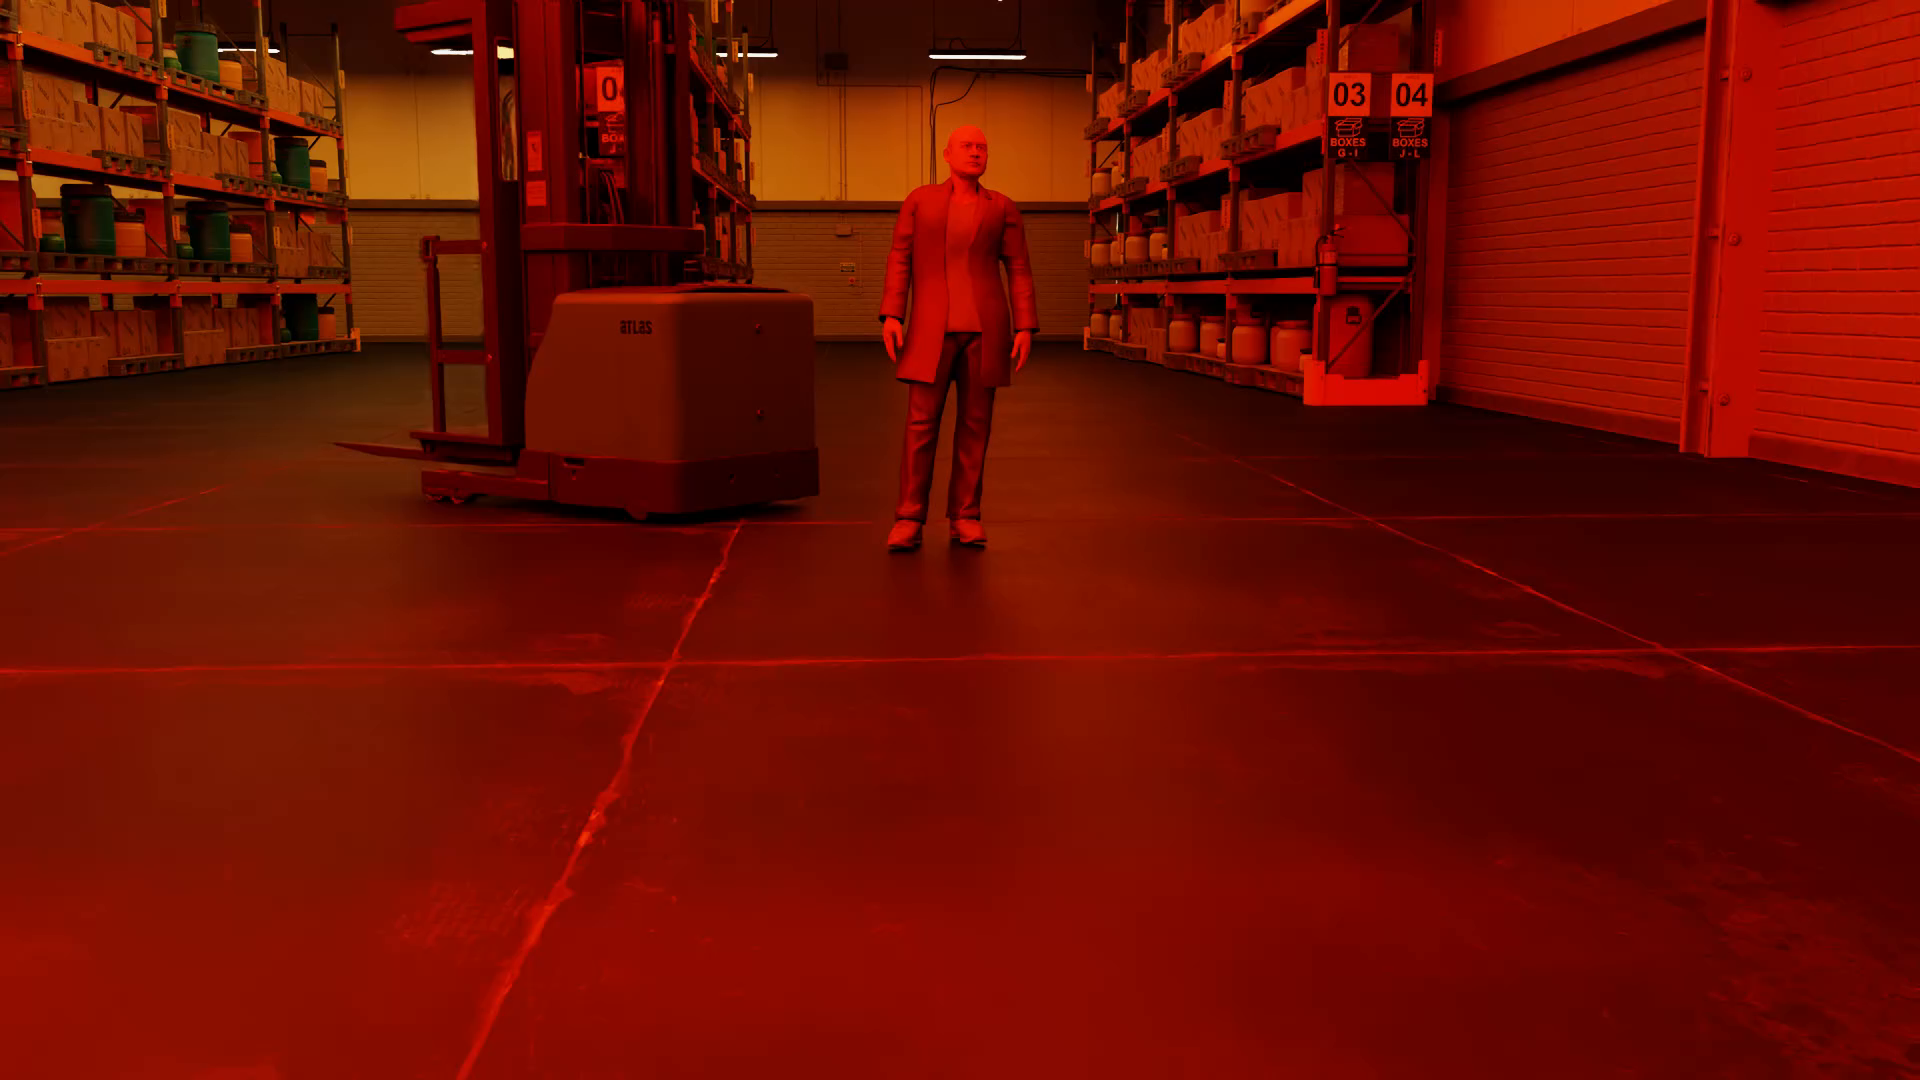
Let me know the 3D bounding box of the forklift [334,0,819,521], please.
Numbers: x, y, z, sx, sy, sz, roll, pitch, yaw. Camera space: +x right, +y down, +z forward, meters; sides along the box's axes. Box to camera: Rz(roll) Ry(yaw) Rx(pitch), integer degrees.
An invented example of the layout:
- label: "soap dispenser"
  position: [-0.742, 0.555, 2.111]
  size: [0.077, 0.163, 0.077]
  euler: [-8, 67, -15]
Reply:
- label: "forklift"
  position: [-2.189, -1.689, 8.704]
  size: [3.031, 2.935, 1.130]
  euler: [6, 11, 37]

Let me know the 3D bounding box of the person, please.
- label: "person"
  position: [0.001, -0.873, 7.089]
  size: [0.694, 1.775, 0.582]
  euler: [-1, 8, -4]
